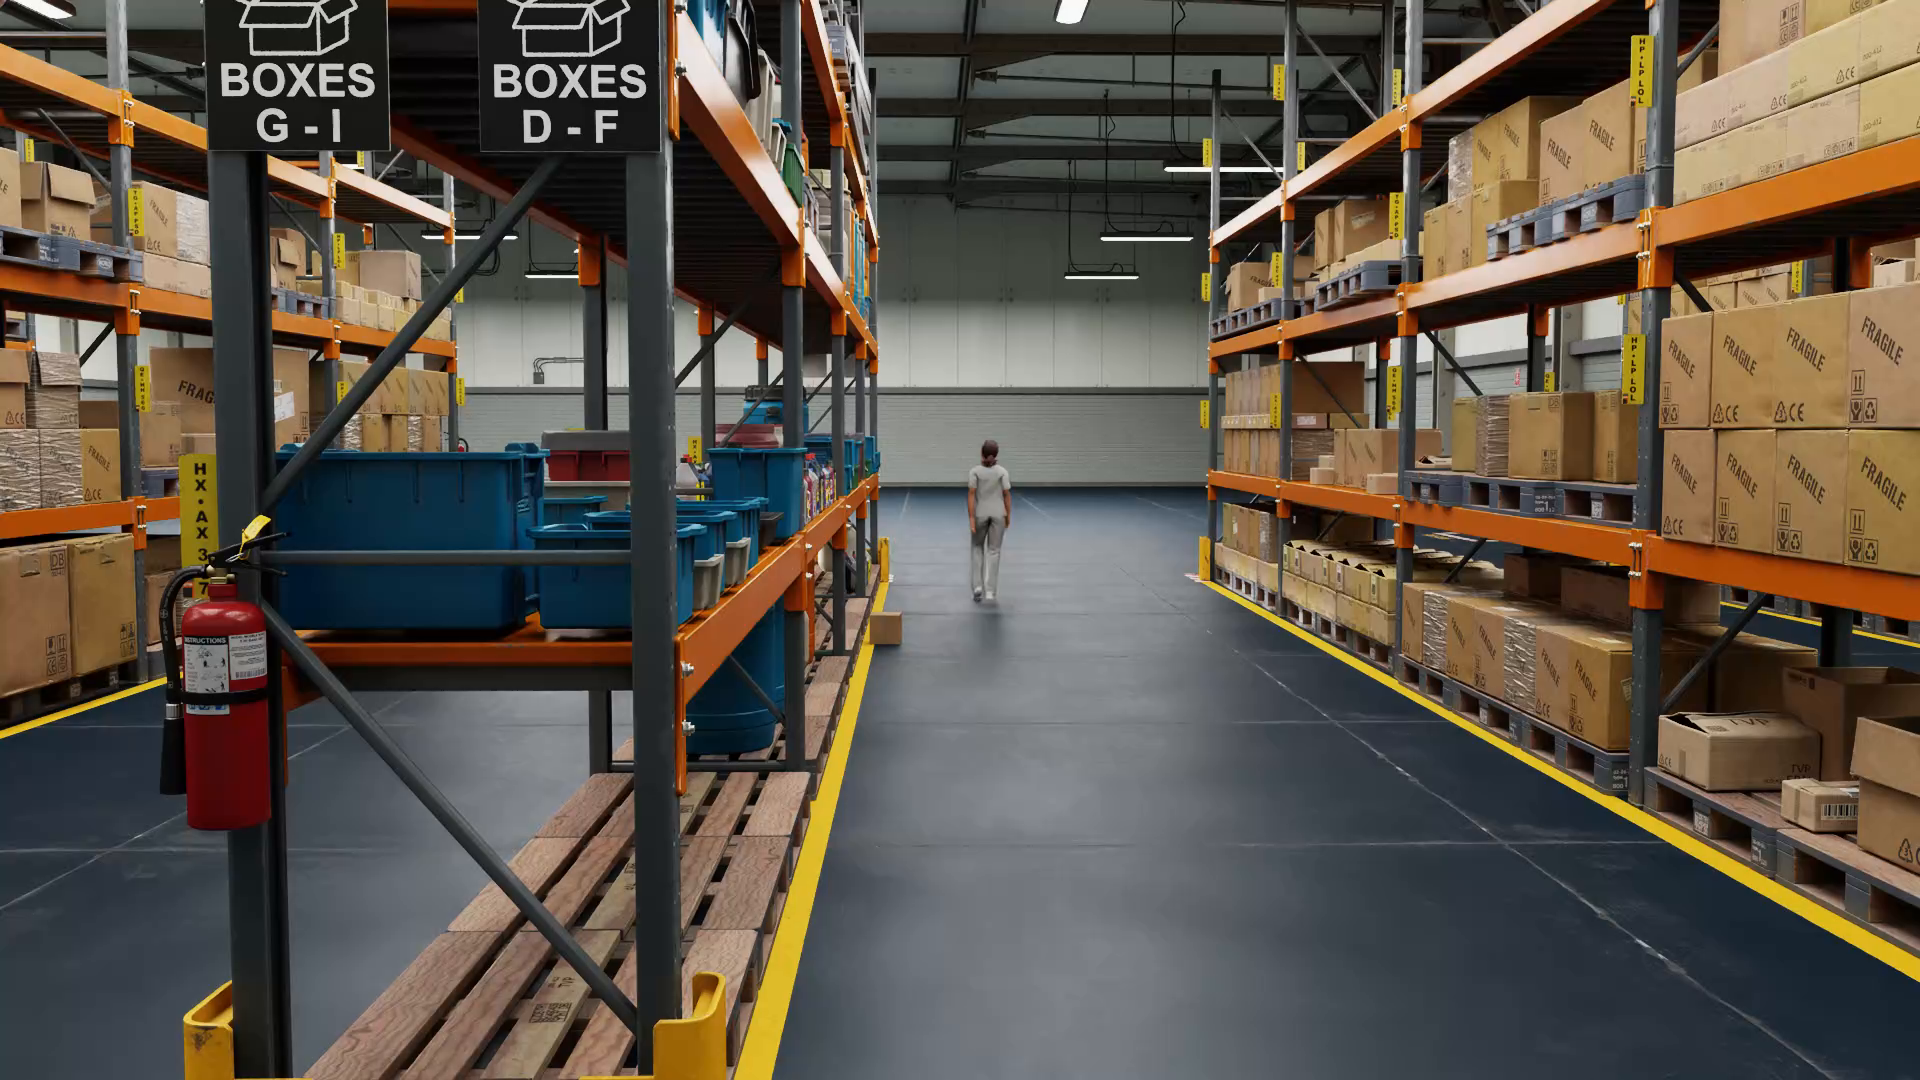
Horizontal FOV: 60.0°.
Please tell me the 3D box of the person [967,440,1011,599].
[{"bbox_3d":[0.303,-0.173,17.362,0.457,1.739,0.592,0,4,1],"label":"person"}]
